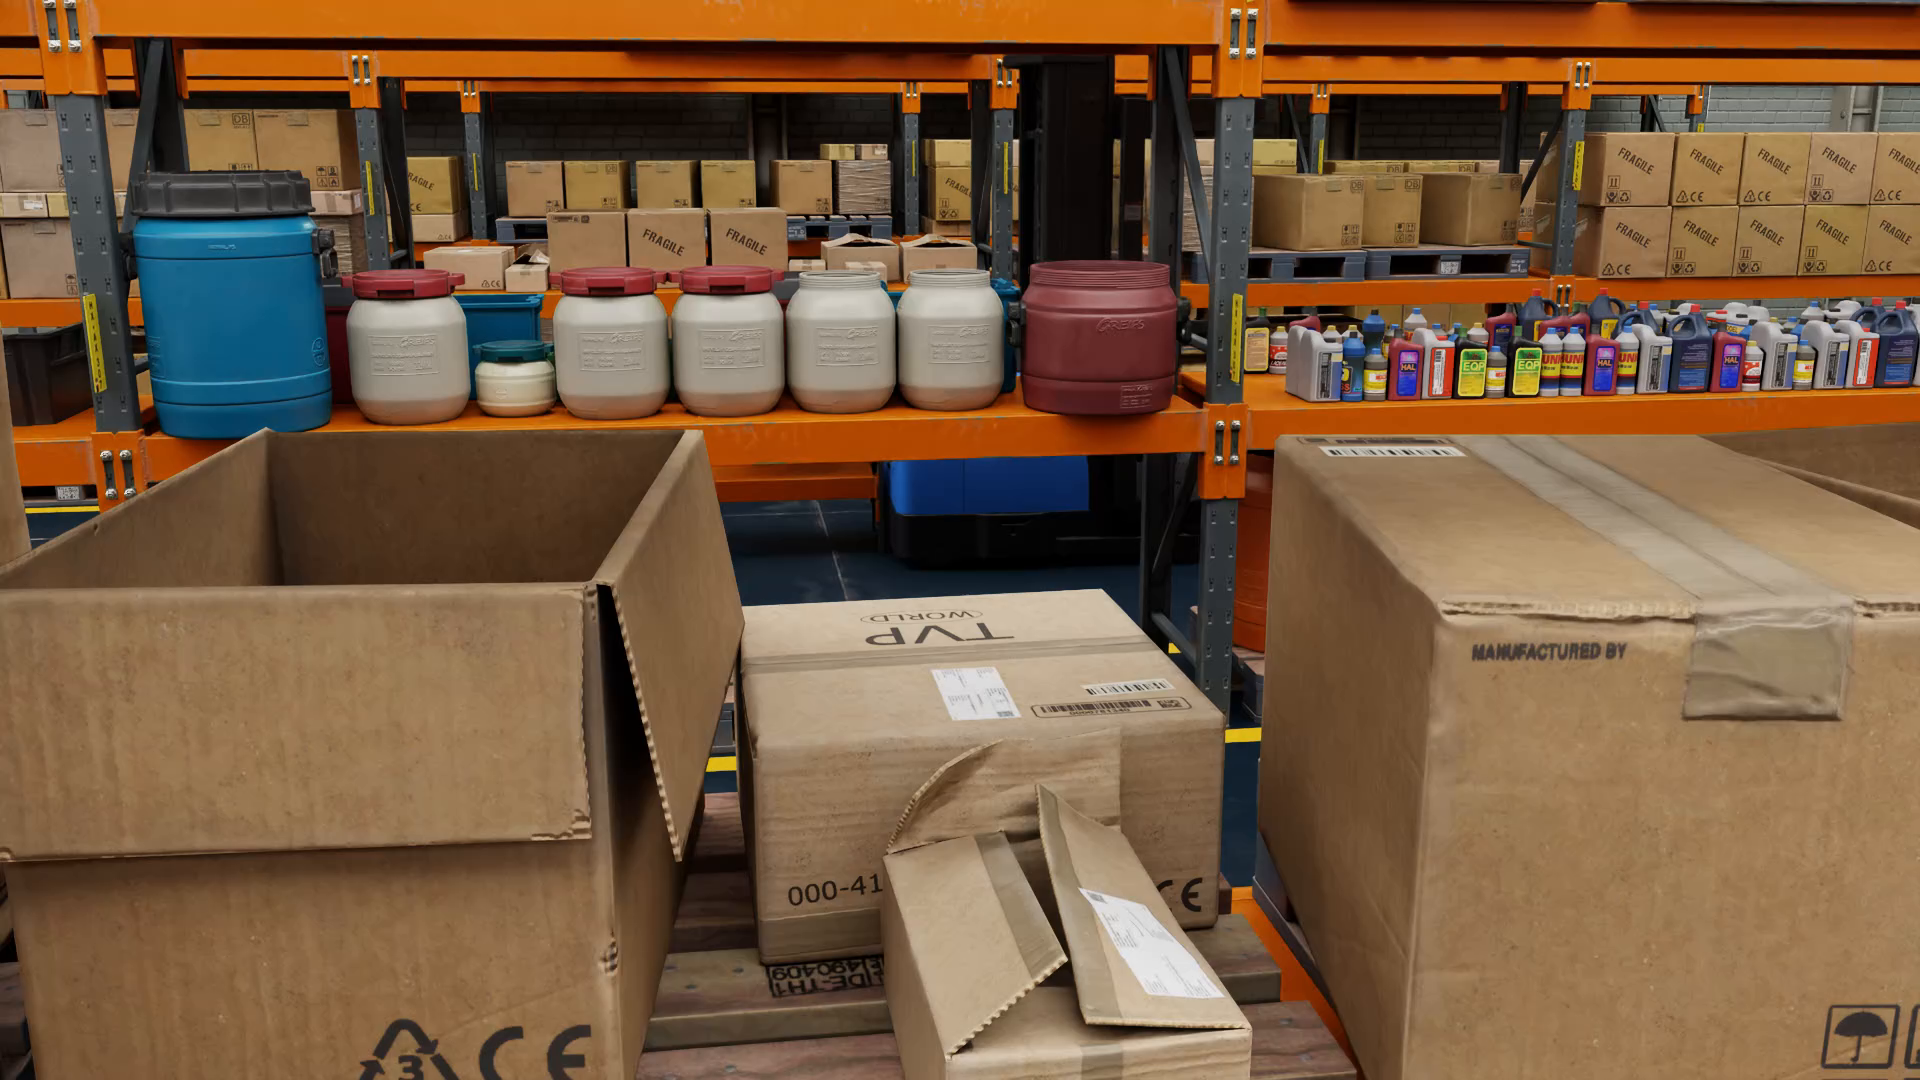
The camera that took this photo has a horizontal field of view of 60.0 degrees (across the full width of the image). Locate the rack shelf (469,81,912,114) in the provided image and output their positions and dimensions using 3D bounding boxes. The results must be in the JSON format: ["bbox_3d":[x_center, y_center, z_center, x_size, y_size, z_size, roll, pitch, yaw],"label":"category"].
[{"bbox_3d":[-2.506,-4.227,15.724,4.000,0.370,1.077,-2,14,-8],"label":"rack shelf"}]

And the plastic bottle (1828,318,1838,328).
[{"bbox_3d":[3.664,-0.799,7.006,0.097,0.271,0.097,0,14,0],"label":"plastic bottle"}]

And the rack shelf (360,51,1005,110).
[{"bbox_3d":[-1.765,-3.036,10.973,4.000,0.370,1.077,-2,14,-8],"label":"rack shelf"}]

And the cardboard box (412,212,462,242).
[{"bbox_3d":[-4.907,-2.896,15.369,0.500,0.250,0.500,-2,14,-8],"label":"cardboard box"}]

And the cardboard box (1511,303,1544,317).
[{"bbox_3d":[5.713,-2.389,17.356,0.500,0.500,0.700,-3,14,-10],"label":"cardboard box"}]

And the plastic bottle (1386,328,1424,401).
[{"bbox_3d":[1.755,-0.693,6.558,0.133,0.283,0.061,-2,14,-8],"label":"plastic bottle"}]

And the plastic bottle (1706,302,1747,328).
[{"bbox_3d":[3.473,-0.937,7.546,0.135,0.276,0.152,-2,14,-8],"label":"plastic bottle"}]

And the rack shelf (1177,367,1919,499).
[{"bbox_3d":[2.925,-0.534,7.164,4.000,0.370,1.077,-2,14,-8],"label":"rack shelf"}]

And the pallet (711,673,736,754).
[{"bbox_3d":[-1.028,0.604,6.879,1.213,0.211,1.003,-2,14,-8],"label":"pallet"}]

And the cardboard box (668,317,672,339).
[{"bbox_3d":[-2.745,-2.120,16.243,0.500,0.500,0.700,-2,14,-8],"label":"cardboard box"}]

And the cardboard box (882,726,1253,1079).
[{"bbox_3d":[0.076,0.368,1.503,0.258,0.266,0.396,-3,14,-10],"label":"cardboard box"}]

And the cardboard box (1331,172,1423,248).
[{"bbox_3d":[2.996,-2.396,12.040,0.500,0.500,0.700,0,14,1],"label":"cardboard box"}]

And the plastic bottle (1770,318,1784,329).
[{"bbox_3d":[3.715,-0.916,7.617,0.097,0.201,0.097,0,14,0],"label":"plastic bottle"}]

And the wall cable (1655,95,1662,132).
[{"bbox_3d":[8.507,-4.250,18.415,1.851,1.984,0.084,-2,14,-8],"label":"wall cable"}]

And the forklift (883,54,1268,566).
[{"bbox_3d":[1.089,-1.420,9.359,3.031,2.935,1.130,-2,14,-7],"label":"forklift"}]

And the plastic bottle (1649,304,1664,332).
[{"bbox_3d":[3.125,-0.928,7.522,0.097,0.271,0.097,0,14,0],"label":"plastic bottle"}]

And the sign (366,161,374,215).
[{"bbox_3d":[-3.658,-2.182,10.314,0.005,0.325,0.100,-2,14,-8],"label":"sign"}]

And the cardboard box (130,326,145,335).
[{"bbox_3d":[-7.742,-1.816,15.421,0.500,0.311,0.500,-4,15,-15],"label":"cardboard box"}]

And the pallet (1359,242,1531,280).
[{"bbox_3d":[3.362,-2.051,12.130,1.213,0.211,1.003,-2,14,-8],"label":"pallet"}]

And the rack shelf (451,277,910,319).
[{"bbox_3d":[-1.765,-1.581,11.338,4.000,0.370,1.077,-2,14,-8],"label":"rack shelf"}]

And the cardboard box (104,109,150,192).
[{"bbox_3d":[-5.175,-2.481,10.575,0.500,0.500,0.700,-2,14,-8],"label":"cardboard box"}]

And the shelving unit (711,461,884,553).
[{"bbox_3d":[-0.981,-0.517,9.472,1.048,1.125,0.538,-2,14,-7],"label":"shelving unit"}]

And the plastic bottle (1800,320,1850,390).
[{"bbox_3d":[3.568,-0.767,6.869,0.135,0.276,0.152,-2,14,-8],"label":"plastic bottle"}]

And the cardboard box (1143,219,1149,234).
[{"bbox_3d":[1.872,-3.111,16.434,0.250,0.149,0.380,-2,14,-10],"label":"cardboard box"}]

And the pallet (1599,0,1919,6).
[{"bbox_3d":[3.021,-2.225,6.650,1.213,0.211,1.003,-2,14,-8],"label":"pallet"}]

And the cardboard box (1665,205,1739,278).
[{"bbox_3d":[5.219,-2.168,11.994,0.500,0.500,0.500,-2,14,-7],"label":"cardboard box"}]

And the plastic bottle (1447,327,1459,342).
[{"bbox_3d":[1.991,-0.715,6.672,0.097,0.271,0.097,0,14,0],"label":"plastic bottle"}]

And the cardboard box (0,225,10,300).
[{"bbox_3d":[-6.224,-1.811,10.573,0.500,0.500,0.700,-2,14,-8],"label":"cardboard box"}]

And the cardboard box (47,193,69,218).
[{"bbox_3d":[-5.497,-2.103,10.402,0.250,0.149,0.380,-2,14,-6],"label":"cardboard box"}]

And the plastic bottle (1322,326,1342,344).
[{"bbox_3d":[1.629,-0.840,7.312,0.097,0.201,0.097,0,14,0],"label":"plastic bottle"}]

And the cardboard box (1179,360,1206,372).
[{"bbox_3d":[1.719,-0.988,11.730,0.500,0.500,0.500,-2,14,-9],"label":"cardboard box"}]

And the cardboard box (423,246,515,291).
[{"bbox_3d":[-3.262,-1.813,11.093,0.500,0.250,0.500,-1,14,-5],"label":"cardboard box"}]

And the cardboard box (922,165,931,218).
[{"bbox_3d":[-0.101,-3.477,16.560,0.500,0.500,0.500,-2,14,-8],"label":"cardboard box"}]

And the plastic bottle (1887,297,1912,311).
[{"bbox_3d":[4.345,-0.983,7.717,0.133,0.283,0.061,-2,14,-8],"label":"plastic bottle"}]

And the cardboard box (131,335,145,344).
[{"bbox_3d":[-5.730,-1.095,11.168,0.500,0.500,0.500,-2,14,-8],"label":"cardboard box"}]

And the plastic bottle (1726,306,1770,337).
[{"bbox_3d":[3.495,-0.900,7.400,0.135,0.276,0.152,-2,14,-8],"label":"plastic bottle"}]

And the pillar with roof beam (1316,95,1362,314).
[{"bbox_3d":[4.631,-5.446,12.940,0.400,9.000,9.100,-2,14,-8],"label":"pillar with roof beam"}]

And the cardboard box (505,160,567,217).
[{"bbox_3d":[-3.976,-3.321,15.687,0.500,0.500,0.700,-2,14,-8],"label":"cardboard box"}]

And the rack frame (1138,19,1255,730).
[{"bbox_3d":[0.947,-0.811,6.788,0.127,3.000,1.000,-2,14,-8],"label":"rack frame"}]

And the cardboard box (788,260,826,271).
[{"bbox_3d":[-1.040,-1.821,11.332,0.250,0.149,0.380,-1,14,-4],"label":"cardboard box"}]

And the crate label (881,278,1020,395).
[{"bbox_3d":[-0.075,-0.857,6.899,0.616,0.435,0.502,-2,14,-8],"label":"crate label"}]

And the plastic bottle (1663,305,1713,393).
[{"bbox_3d":[2.953,-0.780,6.766,0.185,0.351,0.144,-2,14,-8],"label":"plastic bottle"}]

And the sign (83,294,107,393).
[{"bbox_3d":[-2.937,-0.667,5.647,0.005,0.325,0.100,-2,14,-8],"label":"sign"}]

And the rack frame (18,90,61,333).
[{"bbox_3d":[-8.439,-2.904,15.134,0.127,3.000,1.000,-2,14,-8],"label":"rack frame"}]

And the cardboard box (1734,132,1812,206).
[{"bbox_3d":[5.695,-2.667,11.931,0.500,0.500,0.500,-3,14,-10],"label":"cardboard box"}]

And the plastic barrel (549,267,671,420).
[{"bbox_3d":[-1.304,-0.740,6.227,0.433,0.535,0.433,0,14,0],"label":"plastic barrel"}]

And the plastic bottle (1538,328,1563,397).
[{"bbox_3d":[2.360,-0.714,6.666,0.097,0.271,0.097,0,14,0],"label":"plastic bottle"}]

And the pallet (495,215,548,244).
[{"bbox_3d":[-3.707,-2.948,15.706,1.213,0.211,1.003,-2,14,-8],"label":"pallet"}]

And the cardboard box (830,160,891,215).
[{"bbox_3d":[-0.992,-3.436,16.147,0.500,0.500,0.700,-4,15,-15],"label":"cardboard box"}]

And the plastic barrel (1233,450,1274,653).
[{"bbox_3d":[1.428,0.016,7.088,0.708,0.830,0.600,-2,14,-8],"label":"plastic barrel"}]

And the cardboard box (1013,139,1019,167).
[{"bbox_3d":[0.490,-3.734,16.045,0.500,0.250,0.500,-2,14,-9],"label":"cardboard box"}]

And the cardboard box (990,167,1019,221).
[{"bbox_3d":[0.509,-3.369,16.131,0.500,0.500,0.500,-2,14,-6],"label":"cardboard box"}]

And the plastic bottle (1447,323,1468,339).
[{"bbox_3d":[2.206,-0.861,7.397,0.097,0.201,0.097,0,14,0],"label":"plastic bottle"}]
